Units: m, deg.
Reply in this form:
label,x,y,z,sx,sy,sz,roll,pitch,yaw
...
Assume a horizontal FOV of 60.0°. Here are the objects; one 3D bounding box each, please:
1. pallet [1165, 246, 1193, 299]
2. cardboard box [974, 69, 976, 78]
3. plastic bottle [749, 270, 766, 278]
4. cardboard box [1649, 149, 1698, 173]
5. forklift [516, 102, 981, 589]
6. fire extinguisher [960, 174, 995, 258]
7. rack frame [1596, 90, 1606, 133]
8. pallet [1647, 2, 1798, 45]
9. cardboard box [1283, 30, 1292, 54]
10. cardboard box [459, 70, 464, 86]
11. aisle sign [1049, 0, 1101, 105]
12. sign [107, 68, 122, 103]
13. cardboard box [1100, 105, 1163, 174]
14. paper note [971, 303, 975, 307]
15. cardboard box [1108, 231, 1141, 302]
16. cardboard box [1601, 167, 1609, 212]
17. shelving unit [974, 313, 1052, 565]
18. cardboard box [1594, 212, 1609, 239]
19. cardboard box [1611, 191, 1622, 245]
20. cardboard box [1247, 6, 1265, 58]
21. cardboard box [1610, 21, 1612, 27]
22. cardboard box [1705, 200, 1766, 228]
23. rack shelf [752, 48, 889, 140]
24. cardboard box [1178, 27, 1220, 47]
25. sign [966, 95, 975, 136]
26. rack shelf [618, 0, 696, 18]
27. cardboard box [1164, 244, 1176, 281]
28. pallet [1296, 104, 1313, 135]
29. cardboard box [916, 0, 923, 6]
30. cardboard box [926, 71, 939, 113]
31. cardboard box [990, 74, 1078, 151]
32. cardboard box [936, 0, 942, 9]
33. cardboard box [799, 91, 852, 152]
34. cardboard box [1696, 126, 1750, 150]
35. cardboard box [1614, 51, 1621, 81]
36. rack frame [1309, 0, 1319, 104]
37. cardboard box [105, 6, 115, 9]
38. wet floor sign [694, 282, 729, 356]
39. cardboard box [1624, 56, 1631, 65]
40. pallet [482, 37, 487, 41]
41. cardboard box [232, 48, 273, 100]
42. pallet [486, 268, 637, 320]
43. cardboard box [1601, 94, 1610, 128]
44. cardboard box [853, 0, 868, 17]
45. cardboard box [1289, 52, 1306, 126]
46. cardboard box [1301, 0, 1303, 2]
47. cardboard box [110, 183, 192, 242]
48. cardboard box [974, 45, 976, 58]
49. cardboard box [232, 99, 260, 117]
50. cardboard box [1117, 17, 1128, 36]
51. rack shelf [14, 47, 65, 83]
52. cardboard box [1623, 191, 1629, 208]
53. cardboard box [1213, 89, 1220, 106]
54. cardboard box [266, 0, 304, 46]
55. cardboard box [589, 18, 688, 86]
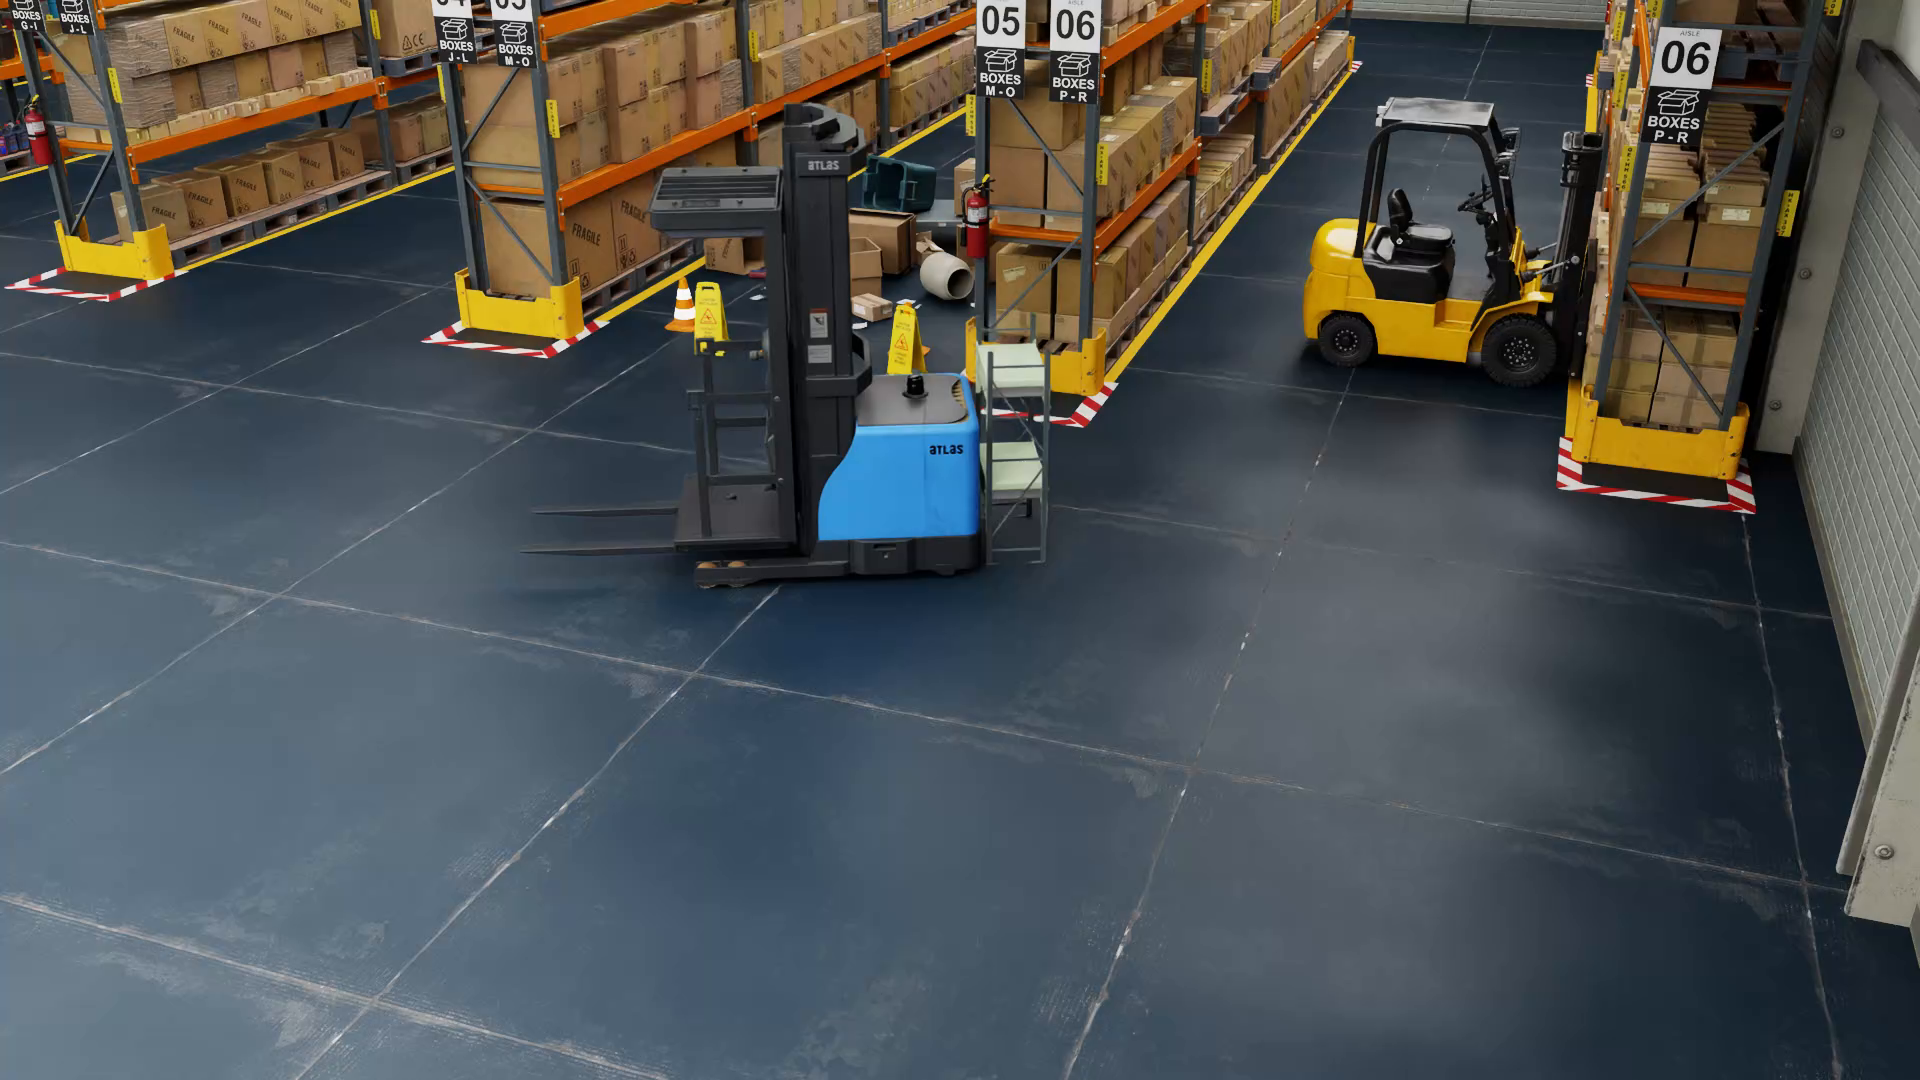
label,x,y,z,sx,sy,sz,roll,pitch,yaw
pallet,1.754,-2.781,16.975,1.003,0.211,1.213,9,27,17
cardboard box,0.329,-7.290,25.878,0.380,0.149,0.250,8,27,15
plastic bottle,-2.014,-2.725,17.031,0.283,0.061,0.133,0,26,-1
cardboard box,5.483,-2.913,12.847,0.380,0.149,0.250,9,27,18
forklift,-1.404,-1.244,10.679,3.031,2.935,1.130,-2,26,-4
fire extinguisher,0.141,-2.658,13.611,0.296,0.674,0.183,9,27,17
rack frame,9.289,-6.887,22.255,1.000,3.000,0.127,9,27,17
pallet,5.959,-4.055,13.067,1.003,0.211,1.213,9,27,17
cardboard box,4.010,-6.487,21.601,0.500,0.250,0.500,10,27,19
cardboard box,-6.431,-6.310,22.566,0.500,0.250,0.500,12,28,23
aisle sign,0.885,-3.773,12.841,0.394,0.787,0.004,9,27,17
sign,-8.220,-4.422,16.170,0.100,0.325,0.005,9,27,17
cardboard box,1.532,-3.640,15.093,0.500,0.500,0.500,8,27,16
paper note,0.179,-2.287,16.162,0.142,0.019,0.148,0,26,-1
cardboard box,1.320,-2.479,14.965,0.500,0.500,0.500,8,27,16
cardboard box,7.303,-3.562,17.632,0.875,0.625,0.625,8,27,15
shelving unit,0.342,-0.677,11.151,0.431,1.500,0.755,-2,26,-5
cardboard box,6.170,-2.847,15.438,0.500,0.250,0.500,8,27,17
cardboard box,5.563,-2.663,13.417,0.500,0.500,0.500,8,27,16
cardboard box,3.225,-5.888,19.254,0.500,0.500,0.500,8,27,17
cardboard box,8.464,-6.500,21.128,0.396,0.266,0.258,10,28,20
cardboard box,5.653,-2.394,12.117,0.380,0.149,0.250,8,27,16
rack shelf,-2.092,-5.492,20.199,1.077,0.370,4.000,9,27,17
cardboard box,2.435,-5.119,16.922,0.380,0.149,0.250,9,27,17
sign,0.097,-3.426,13.415,0.100,0.325,0.005,9,27,17
rack shelf,-5.404,-7.896,25.166,1.077,0.370,4.000,9,27,17
cardboard box,1.833,-2.766,16.419,0.500,0.250,0.500,8,27,16
pallet,4.421,-6.022,23.668,1.003,0.211,1.213,9,27,17
cardboard box,-0.734,-7.445,22.872,0.380,0.149,0.250,9,27,18
cardboard box,-0.620,-6.374,23.582,0.500,0.500,0.500,8,27,16
cardboard box,0.578,-3.544,13.748,0.700,0.500,0.500,8,27,16
cardboard box,-0.471,-7.629,23.595,0.380,0.149,0.250,10,28,20
cardboard box,-2.001,-5.217,20.906,1.050,0.750,0.750,9,27,18
cardboard box,6.235,-3.274,13.592,0.380,0.149,0.250,10,27,19
cardboard box,7.556,-5.257,18.488,0.500,0.250,0.500,9,27,17
rack frame,4.607,-7.605,23.738,1.000,3.000,0.127,9,27,17
cardboard box,-14.803,-9.316,28.776,0.500,0.250,0.500,9,27,18
wet floor sign,-2.231,-1.991,14.846,0.267,0.644,0.232,4,26,8
cardboard box,7.154,-4.960,17.416,0.380,0.149,0.250,9,27,19
pallet,-6.206,-7.004,22.716,1.213,0.211,1.003,9,27,17
cardboard box,-8.085,-5.137,18.186,0.875,0.500,0.500,9,27,17
pallet,-3.896,-2.435,16.260,1.003,0.211,1.213,9,27,17
cardboard box,8.748,-5.564,21.910,0.500,0.500,0.500,8,27,17
cardboard box,-1.585,-6.949,21.122,0.700,0.500,0.500,9,27,17
cardboard box,4.183,-6.199,22.791,0.875,0.875,0.875,10,27,19
cardboard box,4.342,-7.461,22.178,0.500,0.500,0.500,10,27,19
cardboard box,-8.508,-3.429,17.500,0.500,0.500,0.500,14,29,27
cardboard box,0.215,-7.566,25.766,0.380,0.149,0.250,10,28,20
cardboard box,-7.822,-4.682,17.991,0.380,0.149,0.250,9,27,17
cardboard box,1.153,-4.225,13.603,0.380,0.149,0.250,10,27,19
rack shelf,-11.406,-6.971,23.254,1.077,0.370,4.000,9,27,17
cardboard box,5.204,-2.585,12.511,0.380,0.149,0.250,9,27,18
cardboard box,2.518,-4.676,17.495,0.380,0.149,0.250,9,27,18
cardboard box,-7.623,-5.747,18.299,0.500,0.500,0.500,9,27,17
cardboard box,-3.295,-4.956,16.855,0.875,0.550,0.550,9,27,17
